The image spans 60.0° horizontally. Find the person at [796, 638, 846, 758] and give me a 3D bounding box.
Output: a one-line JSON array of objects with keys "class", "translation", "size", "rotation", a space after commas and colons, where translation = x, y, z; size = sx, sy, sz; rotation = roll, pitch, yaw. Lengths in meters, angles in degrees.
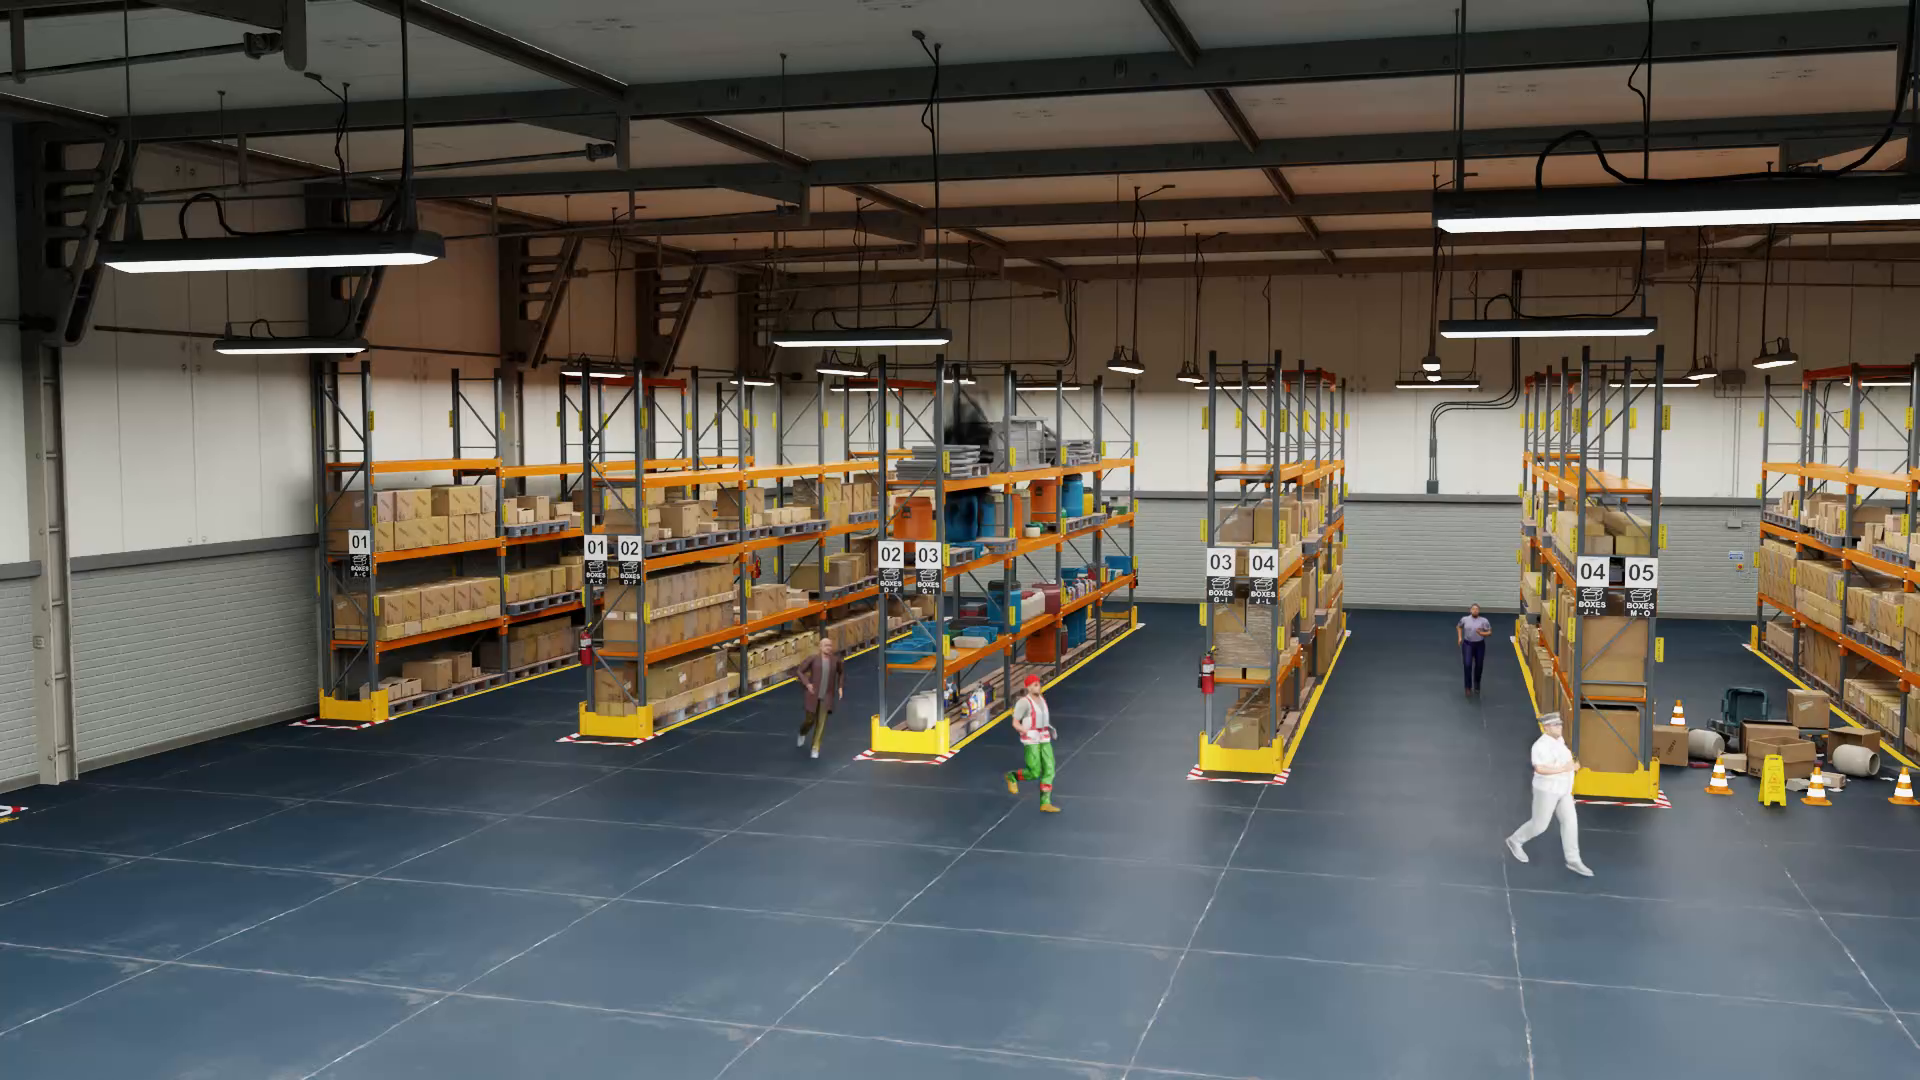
[{"class": "person", "translation": [-2.067, 2.344, 24.983], "size": [0.774, 1.726, 0.984], "rotation": [-1, 4, -14]}]

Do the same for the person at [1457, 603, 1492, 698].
[{"class": "person", "translation": [9.402, 1.993, 30.433], "size": [0.585, 1.671, 0.877], "rotation": [1, 4, 13]}]

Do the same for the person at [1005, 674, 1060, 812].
[{"class": "person", "translation": [0.992, 2.607, 21.436], "size": [0.669, 1.755, 0.809], "rotation": [-4, 6, -44]}]

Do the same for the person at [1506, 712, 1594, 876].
[{"class": "person", "translation": [6.565, 2.777, 18.463], "size": [0.644, 1.763, 0.987], "rotation": [-3, 5, -37]}]
